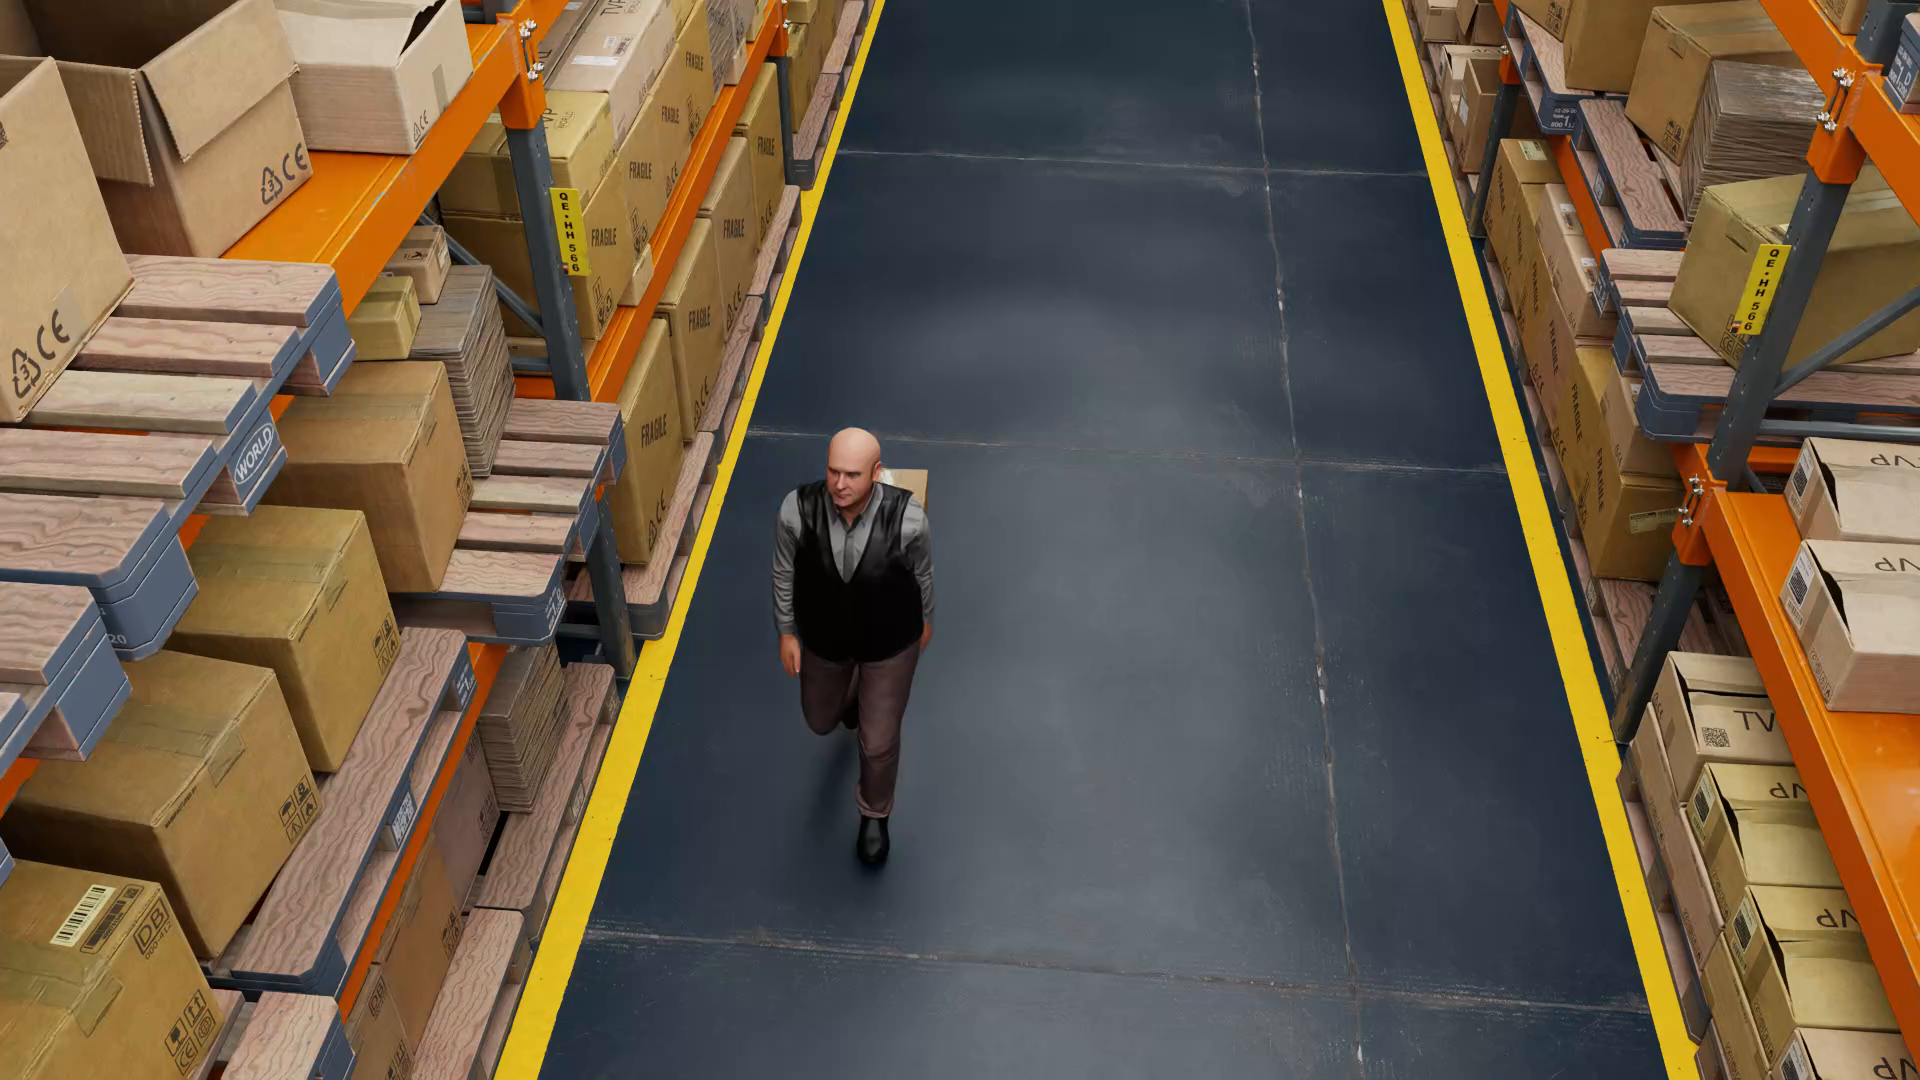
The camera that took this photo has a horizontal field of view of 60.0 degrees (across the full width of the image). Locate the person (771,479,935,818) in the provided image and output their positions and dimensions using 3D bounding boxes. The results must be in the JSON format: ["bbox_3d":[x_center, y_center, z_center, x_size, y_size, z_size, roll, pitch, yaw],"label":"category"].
[{"bbox_3d":[-0.357,0.321,5.890,0.549,1.442,0.654,5,40,5],"label":"person"}]
